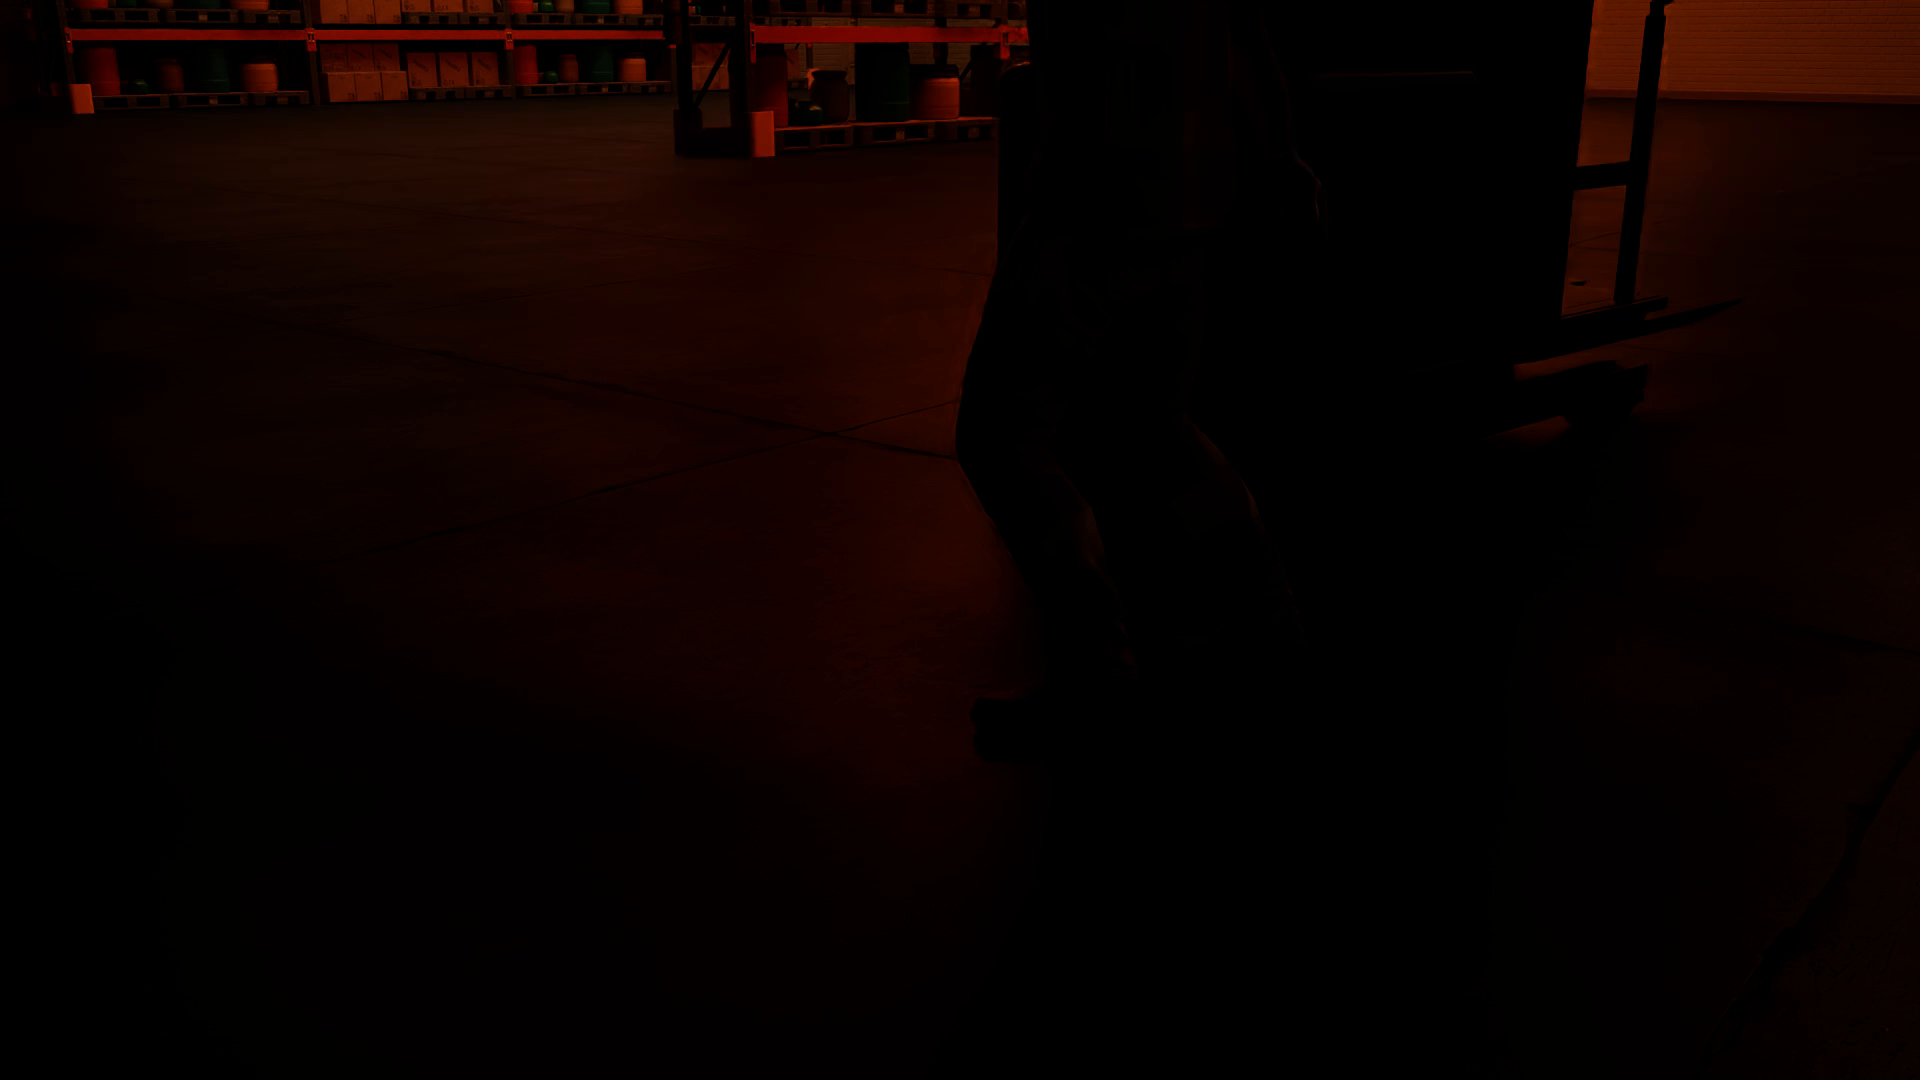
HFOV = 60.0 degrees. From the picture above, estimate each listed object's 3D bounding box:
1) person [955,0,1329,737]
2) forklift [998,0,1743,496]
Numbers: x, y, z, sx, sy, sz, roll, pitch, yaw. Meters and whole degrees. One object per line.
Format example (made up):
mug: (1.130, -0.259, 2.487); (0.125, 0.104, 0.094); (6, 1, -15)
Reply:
person: (0.365, -0.560, 2.900); (0.503, 1.734, 0.894); (13, 21, 36)
forklift: (1.522, -1.852, 4.997); (3.031, 2.935, 1.130); (-15, 22, -40)
